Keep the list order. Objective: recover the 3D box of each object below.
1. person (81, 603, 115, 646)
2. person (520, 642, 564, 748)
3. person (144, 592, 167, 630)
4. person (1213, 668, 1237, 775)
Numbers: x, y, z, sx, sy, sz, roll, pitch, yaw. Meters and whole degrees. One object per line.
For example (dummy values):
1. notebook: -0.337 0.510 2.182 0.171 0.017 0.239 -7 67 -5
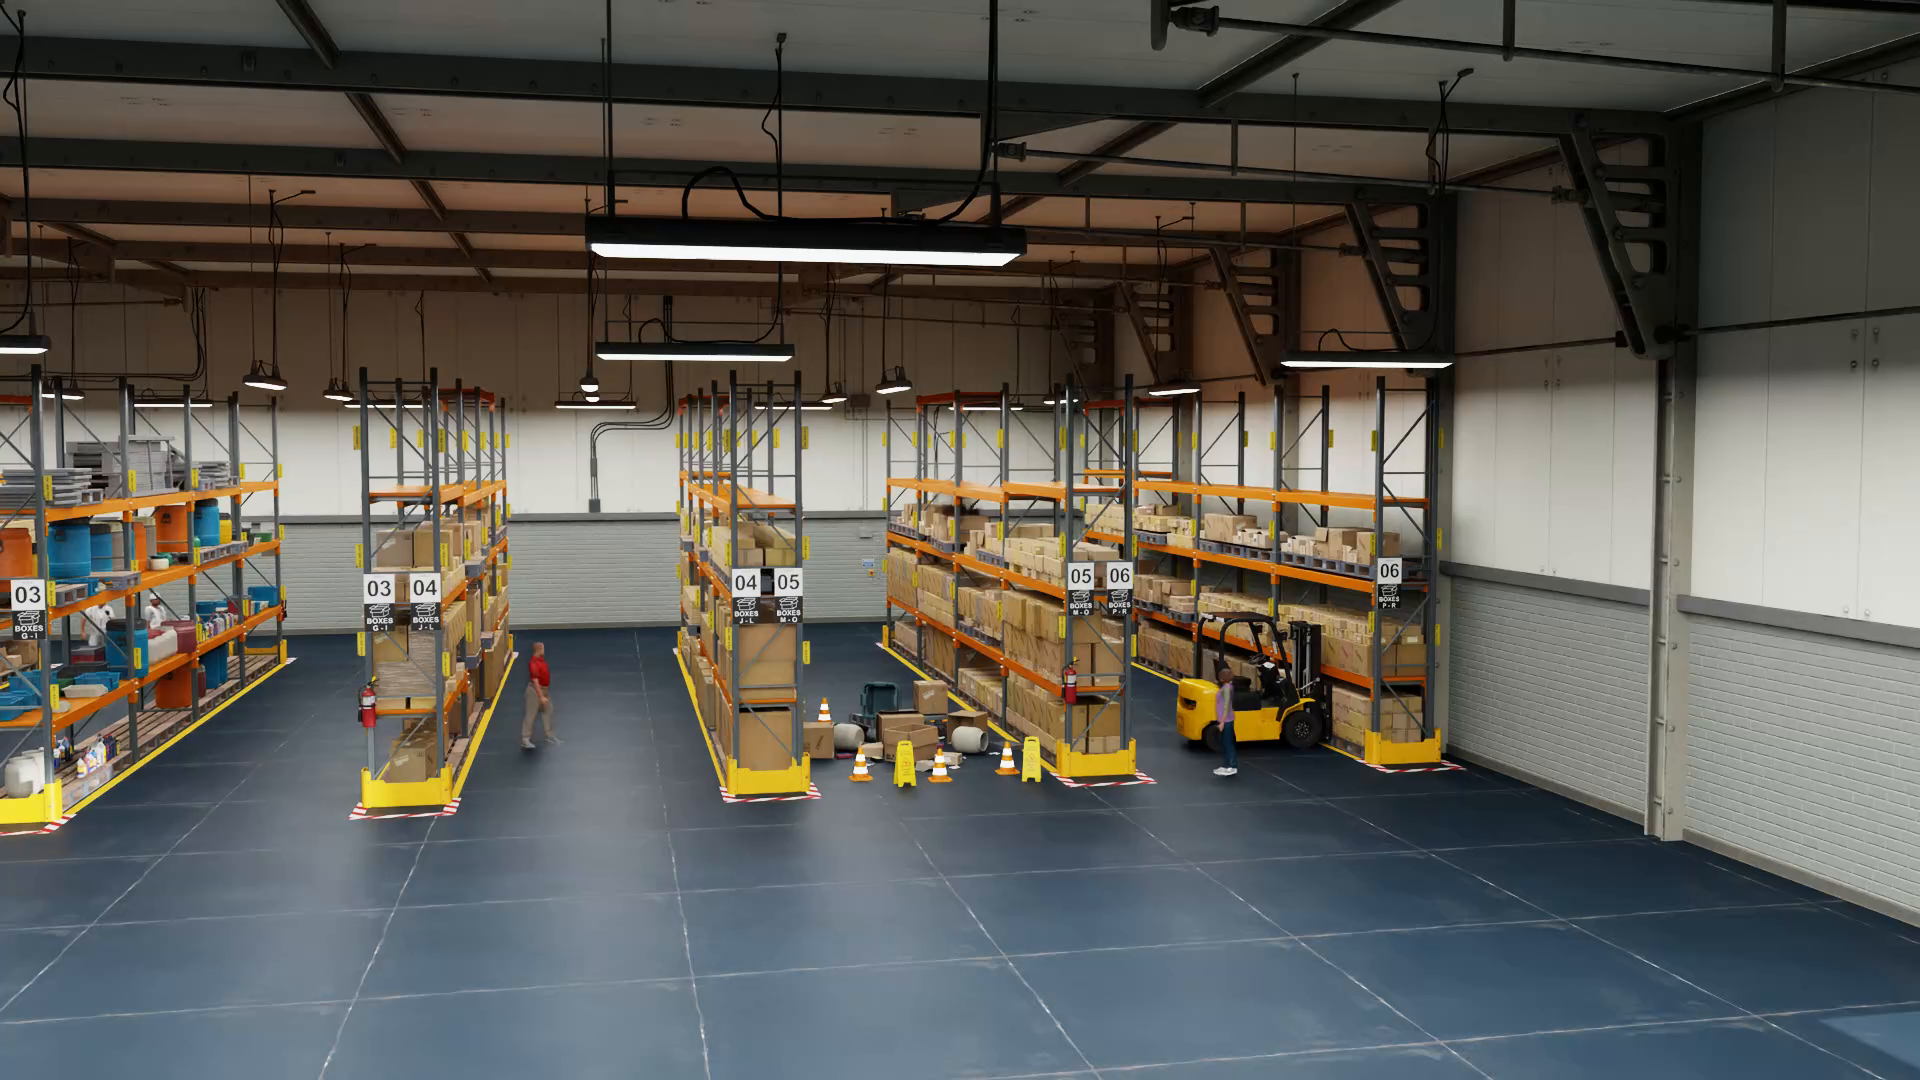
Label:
1. person: -18.521 2.024 35.822 0.771 1.762 0.976 -1 3 -11
2. person: -6.878 2.538 27.254 0.562 1.756 0.704 0 3 8
3. person: -17.067 2.004 35.377 0.455 1.794 0.580 -1 3 -12
4. person: 3.979 2.720 24.893 0.373 1.614 0.453 0 3 -6
